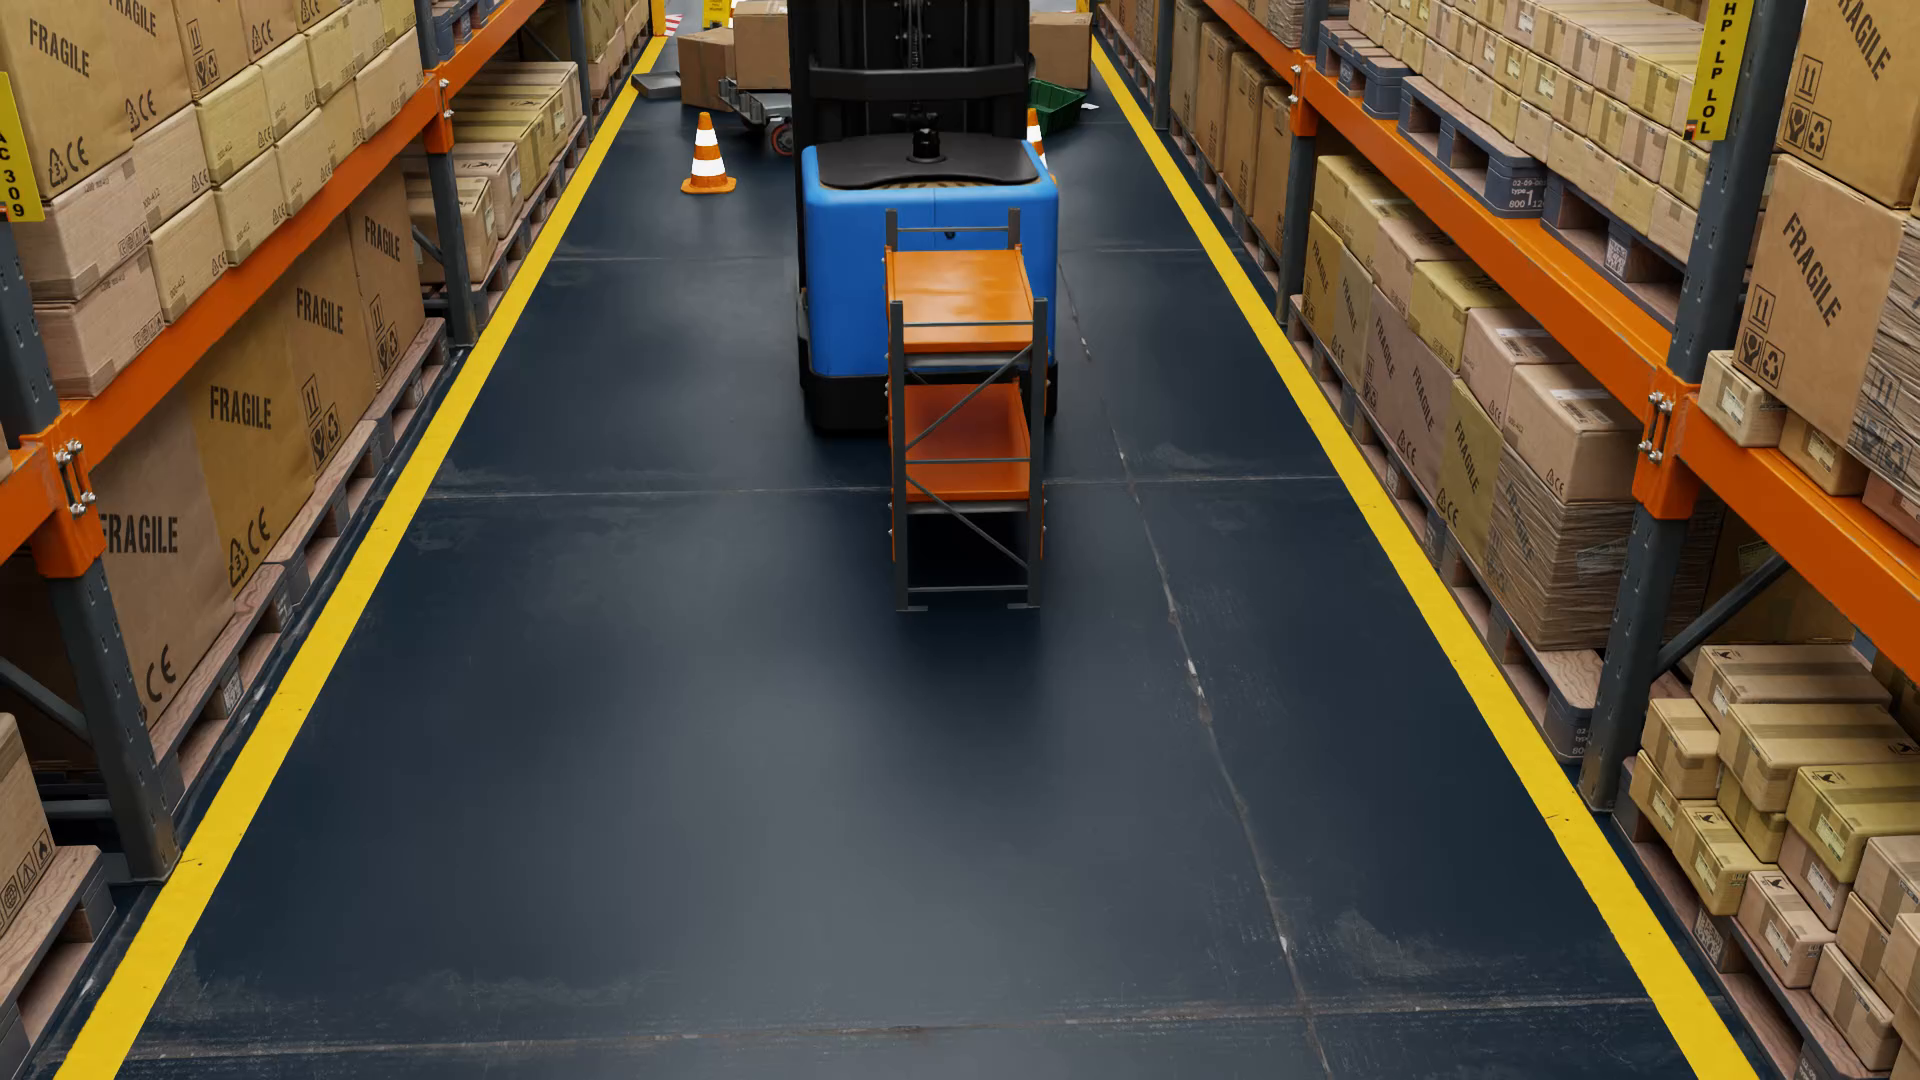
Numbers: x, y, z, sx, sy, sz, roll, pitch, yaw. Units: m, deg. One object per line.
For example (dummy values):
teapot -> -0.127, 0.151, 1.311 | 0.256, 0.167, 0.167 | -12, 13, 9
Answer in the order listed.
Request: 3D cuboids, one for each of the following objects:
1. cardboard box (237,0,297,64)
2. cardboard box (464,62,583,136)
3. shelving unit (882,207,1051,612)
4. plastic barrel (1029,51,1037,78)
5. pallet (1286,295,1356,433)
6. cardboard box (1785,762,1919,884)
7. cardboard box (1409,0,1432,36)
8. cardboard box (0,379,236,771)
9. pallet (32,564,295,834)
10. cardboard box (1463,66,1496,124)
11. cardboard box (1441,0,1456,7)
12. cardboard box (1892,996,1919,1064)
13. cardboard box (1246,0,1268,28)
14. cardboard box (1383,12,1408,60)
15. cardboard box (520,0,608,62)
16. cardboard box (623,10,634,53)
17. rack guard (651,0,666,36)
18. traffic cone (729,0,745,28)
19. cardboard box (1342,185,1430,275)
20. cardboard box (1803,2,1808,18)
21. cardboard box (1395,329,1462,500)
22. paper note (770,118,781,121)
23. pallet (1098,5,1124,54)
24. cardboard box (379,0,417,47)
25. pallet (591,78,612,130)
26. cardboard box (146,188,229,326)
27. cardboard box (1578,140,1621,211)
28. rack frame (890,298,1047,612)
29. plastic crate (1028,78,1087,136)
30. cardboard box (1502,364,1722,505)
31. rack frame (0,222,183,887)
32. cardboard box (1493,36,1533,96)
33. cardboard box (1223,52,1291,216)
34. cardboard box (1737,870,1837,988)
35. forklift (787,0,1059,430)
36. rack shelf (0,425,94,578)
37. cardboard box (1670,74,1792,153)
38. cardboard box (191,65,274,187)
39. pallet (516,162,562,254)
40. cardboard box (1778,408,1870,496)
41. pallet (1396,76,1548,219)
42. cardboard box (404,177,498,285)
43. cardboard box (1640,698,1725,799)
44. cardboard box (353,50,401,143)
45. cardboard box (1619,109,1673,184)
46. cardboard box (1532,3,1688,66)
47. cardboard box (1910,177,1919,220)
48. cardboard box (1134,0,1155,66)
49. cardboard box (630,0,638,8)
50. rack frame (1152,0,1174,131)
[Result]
cardboard box -> -2.485, -1.822, 5.310 | 0.500, 0.500, 0.500 | -2, 28, -3
cardboard box -> -3.025, -2.893, 10.940 | 0.950, 0.372, 0.625 | -1, 28, -2
shelving unit -> 0.000, -0.496, 5.984 | 0.538, 1.125, 1.048 | -1, 28, -3
plastic barrel -> 0.292, -3.625, 12.742 | 0.512, 0.421, 0.421 | 19, 33, 32
pallet -> 2.131, -0.835, 7.624 | 1.003, 0.211, 1.213 | -1, 28, -3
cardboard box -> 2.129, 0.637, 3.771 | 0.380, 0.149, 0.250 | -2, 28, -3
cardboard box -> 1.963, -2.047, 6.426 | 0.380, 0.149, 0.250 | -1, 28, -2
cardboard box -> -2.750, 0.052, 4.750 | 0.875, 0.875, 0.875 | -1, 28, -1
pallet -> -2.753, 0.463, 5.135 | 1.003, 0.211, 1.213 | -1, 28, -3
cardboard box -> 1.997, -1.564, 5.822 | 0.380, 0.149, 0.250 | -2, 28, -4
cardboard box -> 1.977, -2.069, 6.147 | 0.380, 0.149, 0.250 | 0, 28, 0
cardboard box -> 2.153, 1.014, 3.369 | 0.380, 0.149, 0.250 | 0, 28, 0
cardboard box -> 1.775, -2.909, 8.476 | 0.500, 0.500, 0.500 | -1, 28, -3
cardboard box -> 1.942, -2.048, 6.750 | 0.380, 0.149, 0.250 | 0, 28, 0
cardboard box -> -2.816, -3.692, 11.794 | 0.500, 0.500, 0.500 | 0, 28, 0
cardboard box -> -2.901, -4.080, 13.349 | 0.500, 0.250, 0.500 | -2, 28, -4
rack guard -> -3.260, -4.818, 14.946 | 1.175, 0.500, 0.348 | -1, 28, -3
traffic cone -> -1.953, -4.669, 14.701 | 0.336, 0.463, 0.334 | -1, 28, -3
cardboard box -> 1.912, -1.285, 6.908 | 0.500, 0.250, 0.500 | -2, 28, -3
cardboard box -> 2.683, -1.598, 5.244 | 0.380, 0.149, 0.250 | -2, 28, -3
cardboard box -> 1.961, -0.473, 6.162 | 0.500, 0.500, 0.500 | -2, 28, -4
paper note -> -1.379, -3.083, 12.129 | 0.148, 0.019, 0.142 | -1, 28, -3
pallet -> 1.794, -4.523, 14.695 | 1.003, 0.211, 1.213 | -1, 28, -3
cardboard box -> -2.567, -2.204, 6.854 | 0.500, 0.250, 0.500 | -1, 28, -3
pallet -> -3.126, -3.187, 12.132 | 1.003, 0.211, 1.213 | -1, 28, -3
cardboard box -> -2.425, -0.801, 4.705 | 0.500, 0.250, 0.500 | -2, 28, -4
cardboard box -> 2.057, -1.074, 4.883 | 0.380, 0.149, 0.250 | -1, 28, -3
rack frame -> 0.027, -0.261, 5.534 | 0.500, 1.125, 0.032 | -1, 28, -3
plastic crate -> 0.565, -3.107, 11.943 | 0.450, 0.188, 0.662 | 22, 34, 18
cardboard box -> 2.009, -0.334, 5.084 | 0.500, 0.250, 0.500 | -2, 28, -4
rack frame -> -2.638, -0.419, 3.810 | 1.000, 3.000, 0.127 | -1, 28, -3
cardboard box -> 2.010, -1.580, 5.531 | 0.380, 0.149, 0.250 | -1, 28, -2
cardboard box -> 2.101, -2.309, 9.411 | 1.050, 0.750, 0.750 | -1, 28, -2
cardboard box -> 2.077, 0.905, 3.901 | 0.380, 0.149, 0.250 | -2, 28, -3
forklift -> -0.257, -2.413, 7.706 | 1.130, 2.935, 3.031 | -3, 28, -5
rack shelf -> -2.533, 0.823, 2.206 | 1.077, 0.370, 4.000 | -1, 28, -3
cardboard box -> 2.085, -1.105, 4.299 | 0.380, 0.149, 0.250 | 0, 28, 0
cardboard box -> -2.434, -1.258, 5.040 | 0.500, 0.250, 0.500 | -1, 28, -2
pallet -> -2.946, -1.953, 9.767 | 1.003, 0.211, 1.213 | -1, 28, -3
cardboard box -> 2.076, -0.218, 3.696 | 0.380, 0.149, 0.250 | -1, 28, -1
pallet -> 2.236, -1.435, 5.964 | 1.003, 0.211, 1.213 | -1, 28, -3
cardboard box -> -2.866, -1.549, 8.363 | 0.950, 0.372, 0.625 | -3, 28, -6
cardboard box -> 2.000, 0.536, 4.287 | 0.380, 0.149, 0.250 | 0, 28, 0
cardboard box -> -2.518, -1.737, 6.499 | 0.500, 0.250, 0.500 | -1, 28, -2
cardboard box -> 2.068, -1.093, 4.598 | 0.380, 0.149, 0.250 | -1, 28, -2
cardboard box -> 2.035, -1.583, 5.216 | 0.380, 0.149, 0.250 | -2, 28, -4
cardboard box -> 2.123, -0.752, 2.937 | 0.500, 0.500, 0.500 | -2, 28, -4
cardboard box -> 1.869, -4.232, 12.965 | 0.875, 0.875, 0.875 | -1, 28, -2
cardboard box -> -2.931, -4.656, 13.642 | 0.500, 0.500, 0.500 | 0, 28, -1
rack frame -> 1.883, -4.280, 11.213 | 1.000, 3.000, 0.127 | -1, 28, -3
